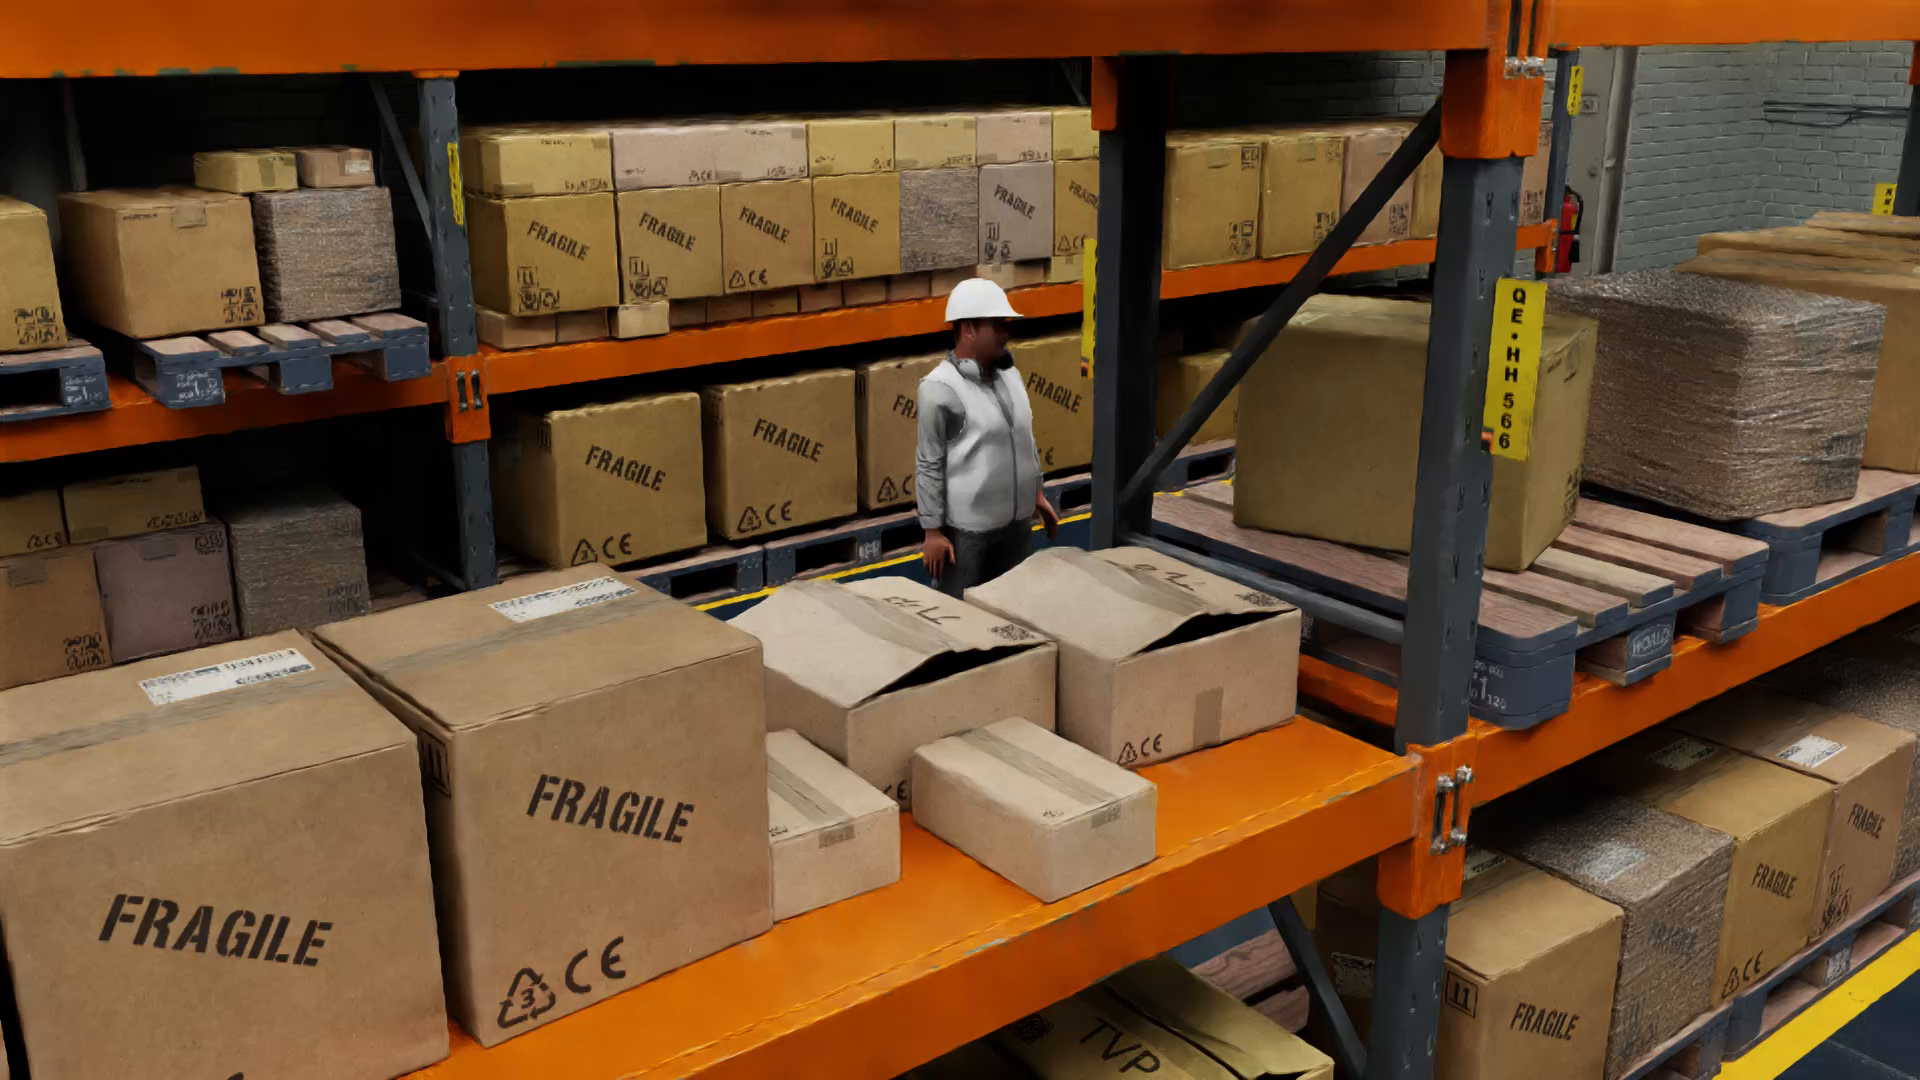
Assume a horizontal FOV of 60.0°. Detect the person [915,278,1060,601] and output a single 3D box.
[{"bbox_3d":[0.100,-0.088,6.225,0.650,1.779,0.443,-17,24,-42],"label":"person"}]
